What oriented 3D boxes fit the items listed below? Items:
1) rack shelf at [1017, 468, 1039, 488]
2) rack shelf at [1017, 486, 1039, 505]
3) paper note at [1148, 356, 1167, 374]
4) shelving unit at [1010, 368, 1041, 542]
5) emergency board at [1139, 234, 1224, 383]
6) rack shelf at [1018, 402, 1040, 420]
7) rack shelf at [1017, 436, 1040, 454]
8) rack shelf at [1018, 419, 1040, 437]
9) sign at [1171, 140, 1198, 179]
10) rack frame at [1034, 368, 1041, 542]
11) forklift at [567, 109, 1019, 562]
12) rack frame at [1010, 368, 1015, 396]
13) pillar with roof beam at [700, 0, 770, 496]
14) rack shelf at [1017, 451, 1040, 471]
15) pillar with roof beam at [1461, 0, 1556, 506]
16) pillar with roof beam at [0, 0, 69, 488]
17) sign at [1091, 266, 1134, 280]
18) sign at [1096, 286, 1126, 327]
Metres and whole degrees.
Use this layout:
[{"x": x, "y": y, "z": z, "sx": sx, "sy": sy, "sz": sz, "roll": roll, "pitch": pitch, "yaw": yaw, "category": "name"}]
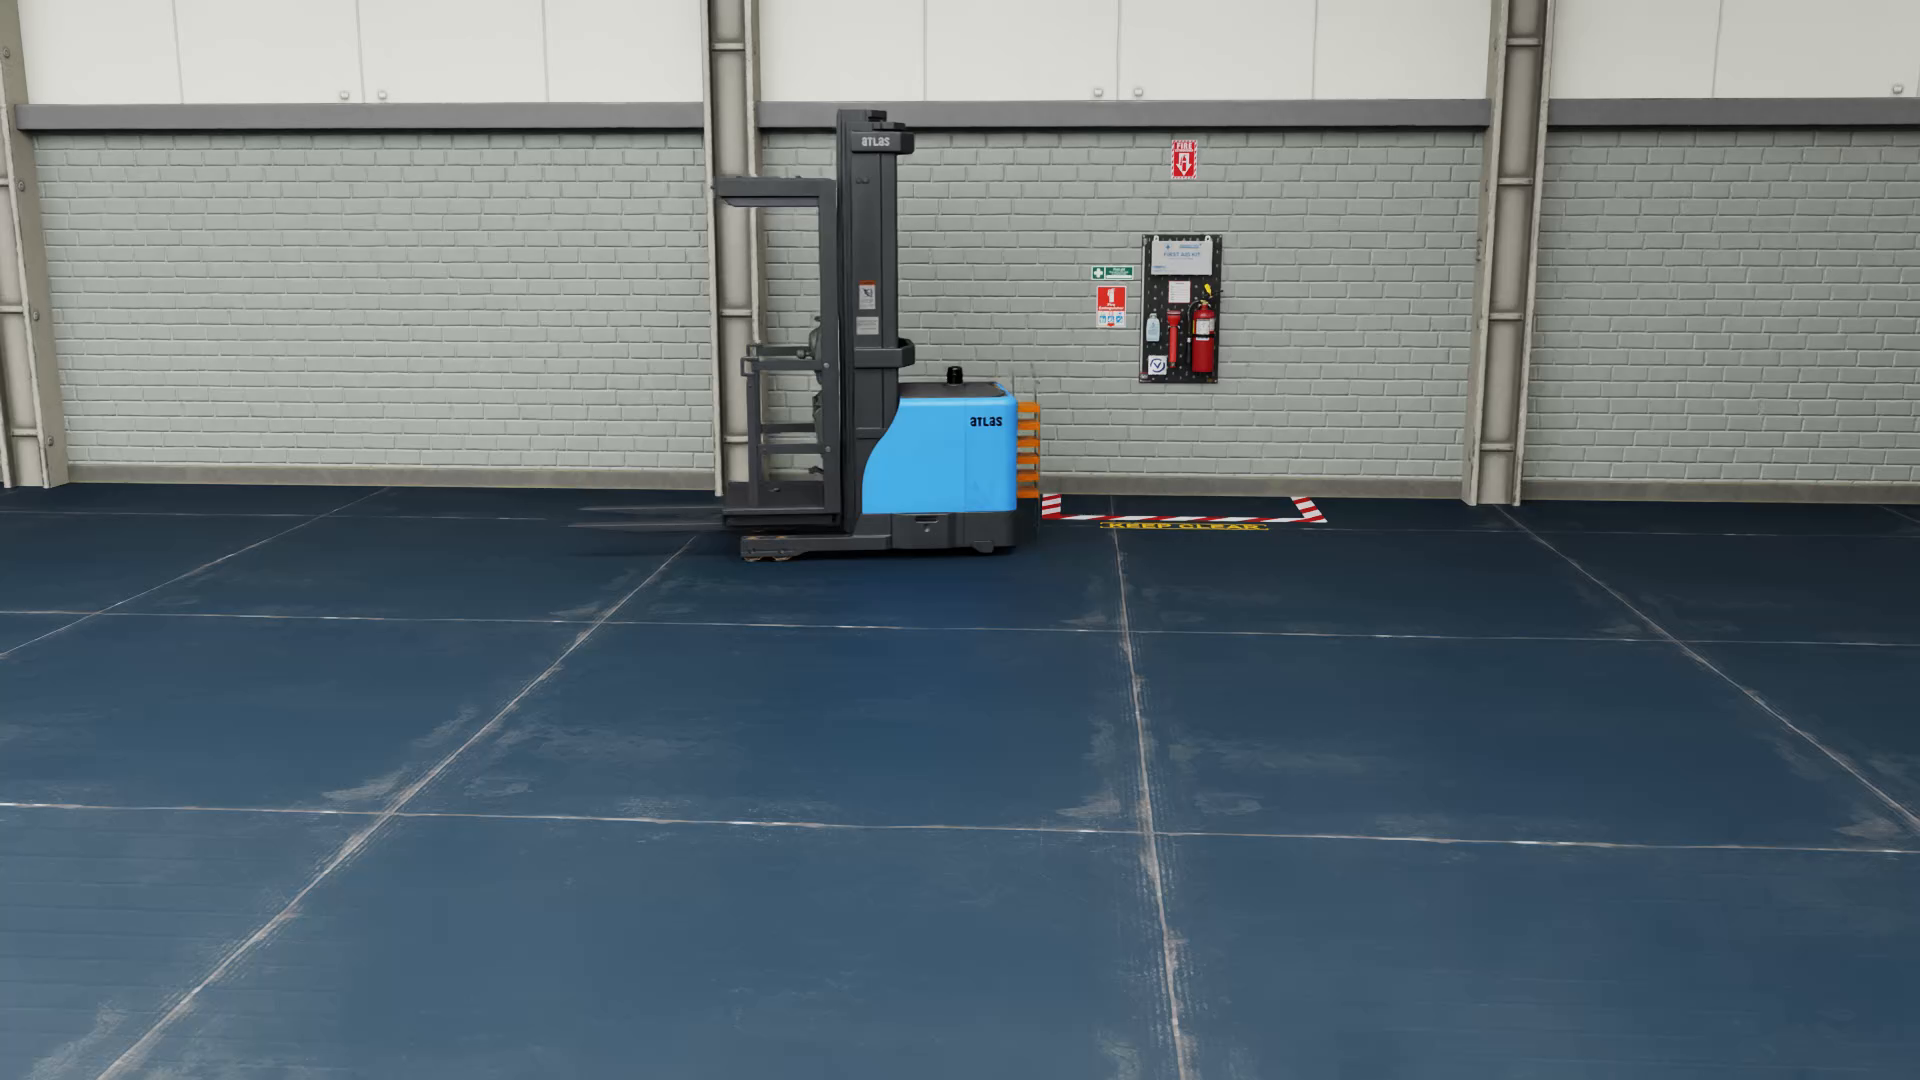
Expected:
[{"x": 0.453, "y": -0.436, "z": 11.724, "sx": 0.180, "sy": 0.103, "sz": 0.258, "roll": -1, "pitch": 12, "yaw": -5, "category": "rack shelf"}, {"x": 0.453, "y": -0.318, "z": 11.749, "sx": 0.180, "sy": 0.103, "sz": 0.258, "roll": -1, "pitch": 12, "yaw": -5, "category": "rack shelf"}, {"x": 1.576, "y": -1.397, "z": 13.271, "sx": 0.142, "sy": 0.148, "sz": 0.016, "roll": 1, "pitch": 12, "yaw": 4, "category": "paper note"}, {"x": 0.453, "y": -0.597, "z": 11.691, "sx": 0.189, "sy": 1.200, "sz": 0.258, "roll": -1, "pitch": 12, "yaw": -5, "category": "shelving unit"}, {"x": 1.748, "y": -1.811, "z": 13.102, "sx": 0.643, "sy": 1.169, "sz": 0.194, "roll": 1, "pitch": 12, "yaw": 4, "category": "emergency board"}, {"x": 0.453, "y": -0.906, "z": 11.626, "sx": 0.180, "sy": 0.103, "sz": 0.258, "roll": -1, "pitch": 12, "yaw": -5, "category": "rack shelf"}, {"x": 0.453, "y": -0.671, "z": 11.675, "sx": 0.180, "sy": 0.103, "sz": 0.258, "roll": -1, "pitch": 12, "yaw": -5, "category": "rack shelf"}, {"x": 0.453, "y": -0.788, "z": 11.651, "sx": 0.180, "sy": 0.103, "sz": 0.258, "roll": -1, "pitch": 12, "yaw": -5, "category": "rack shelf"}, {"x": 1.747, "y": -2.967, "z": 12.962, "sx": 0.199, "sy": 0.298, "sz": 0.001, "roll": 1, "pitch": 12, "yaw": 4, "category": "sign"}, {"x": 0.545, "y": -0.598, "z": 11.699, "sx": 0.006, "sy": 1.200, "sz": 0.240, "roll": -1, "pitch": 12, "yaw": -5, "category": "rack frame"}, {"x": -1.147, "y": -1.403, "z": 11.314, "sx": 3.031, "sy": 2.935, "sz": 1.130, "roll": -1, "pitch": 12, "yaw": -5, "category": "forklift"}, {"x": 0.362, "y": -0.595, "z": 11.683, "sx": 0.006, "sy": 1.200, "sz": 0.240, "roll": -1, "pitch": 12, "yaw": -5, "category": "rack frame"}, {"x": -2.063, "y": -3.909, "z": 8.477, "sx": 0.400, "sy": 9.000, "sz": 9.100, "roll": 1, "pitch": 12, "yaw": 4, "category": "pillar with roof beam"}, {"x": 0.453, "y": -0.553, "z": 11.700, "sx": 0.180, "sy": 0.103, "sz": 0.258, "roll": -1, "pitch": 12, "yaw": -5, "category": "rack shelf"}, {"x": 3.924, "y": -3.827, "z": 8.084, "sx": 0.400, "sy": 9.000, "sz": 9.100, "roll": 1, "pitch": 12, "yaw": 4, "category": "pillar with roof beam"}, {"x": -8.049, "y": -3.991, "z": 8.869, "sx": 0.400, "sy": 9.000, "sz": 9.100, "roll": 1, "pitch": 12, "yaw": 4, "category": "pillar with roof beam"}, {"x": 1.208, "y": -2.115, "z": 13.172, "sx": 0.331, "sy": 0.109, "sz": 0.001, "roll": 1, "pitch": 12, "yaw": 4, "category": "sign"}, {"x": 1.204, "y": -1.858, "z": 13.235, "sx": 0.234, "sy": 0.329, "sz": 0.001, "roll": 1, "pitch": 12, "yaw": 4, "category": "sign"}]
